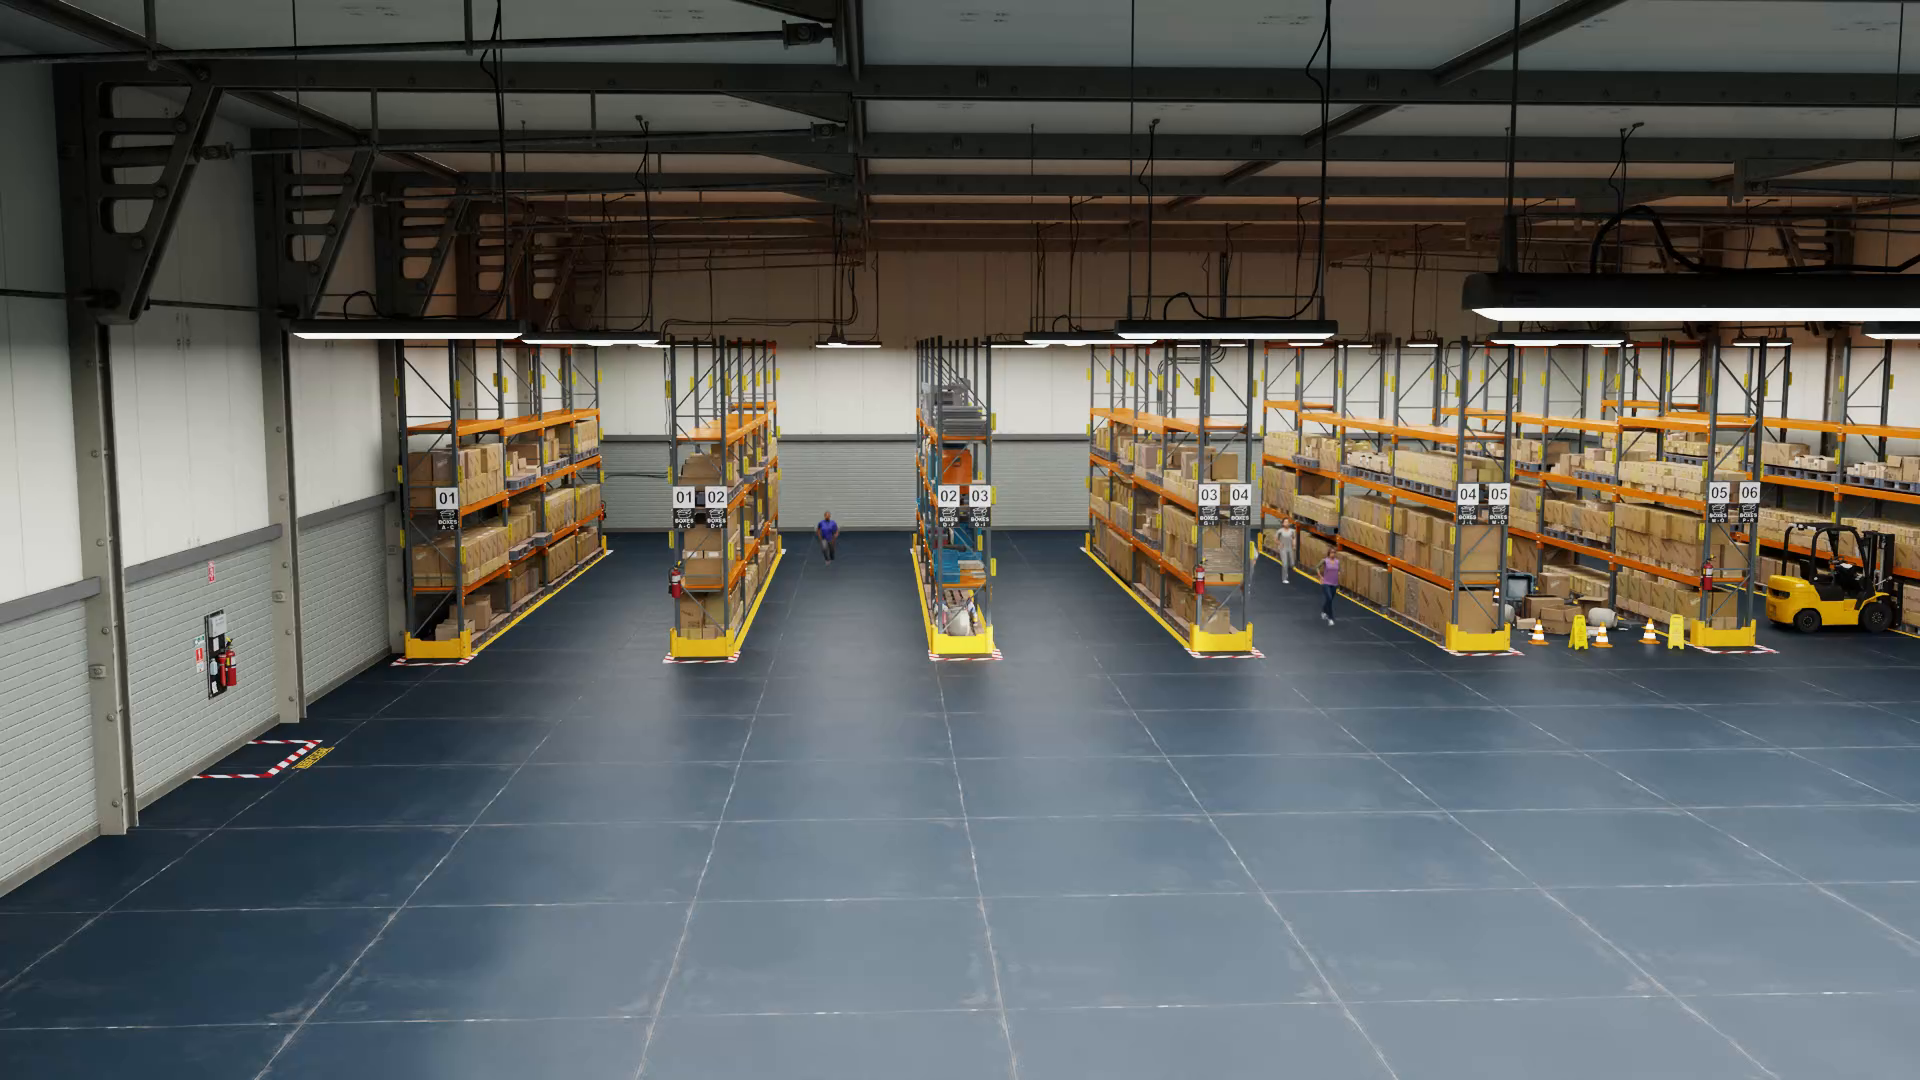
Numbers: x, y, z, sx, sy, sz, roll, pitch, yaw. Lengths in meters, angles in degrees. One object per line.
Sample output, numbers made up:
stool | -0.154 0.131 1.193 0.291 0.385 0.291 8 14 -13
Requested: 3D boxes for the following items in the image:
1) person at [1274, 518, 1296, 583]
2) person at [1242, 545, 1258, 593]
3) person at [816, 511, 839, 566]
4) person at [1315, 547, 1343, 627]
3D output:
person | 8.040 0.257 41.029 0.561 1.620 0.584 -1 7 -6
person | 6.565 0.611 38.195 0.539 1.599 0.700 0 6 -1
person | -3.410 -0.034 42.874 0.558 1.420 0.963 -1 7 -9
person | 7.760 0.964 34.903 0.528 1.640 0.768 -1 7 -13
